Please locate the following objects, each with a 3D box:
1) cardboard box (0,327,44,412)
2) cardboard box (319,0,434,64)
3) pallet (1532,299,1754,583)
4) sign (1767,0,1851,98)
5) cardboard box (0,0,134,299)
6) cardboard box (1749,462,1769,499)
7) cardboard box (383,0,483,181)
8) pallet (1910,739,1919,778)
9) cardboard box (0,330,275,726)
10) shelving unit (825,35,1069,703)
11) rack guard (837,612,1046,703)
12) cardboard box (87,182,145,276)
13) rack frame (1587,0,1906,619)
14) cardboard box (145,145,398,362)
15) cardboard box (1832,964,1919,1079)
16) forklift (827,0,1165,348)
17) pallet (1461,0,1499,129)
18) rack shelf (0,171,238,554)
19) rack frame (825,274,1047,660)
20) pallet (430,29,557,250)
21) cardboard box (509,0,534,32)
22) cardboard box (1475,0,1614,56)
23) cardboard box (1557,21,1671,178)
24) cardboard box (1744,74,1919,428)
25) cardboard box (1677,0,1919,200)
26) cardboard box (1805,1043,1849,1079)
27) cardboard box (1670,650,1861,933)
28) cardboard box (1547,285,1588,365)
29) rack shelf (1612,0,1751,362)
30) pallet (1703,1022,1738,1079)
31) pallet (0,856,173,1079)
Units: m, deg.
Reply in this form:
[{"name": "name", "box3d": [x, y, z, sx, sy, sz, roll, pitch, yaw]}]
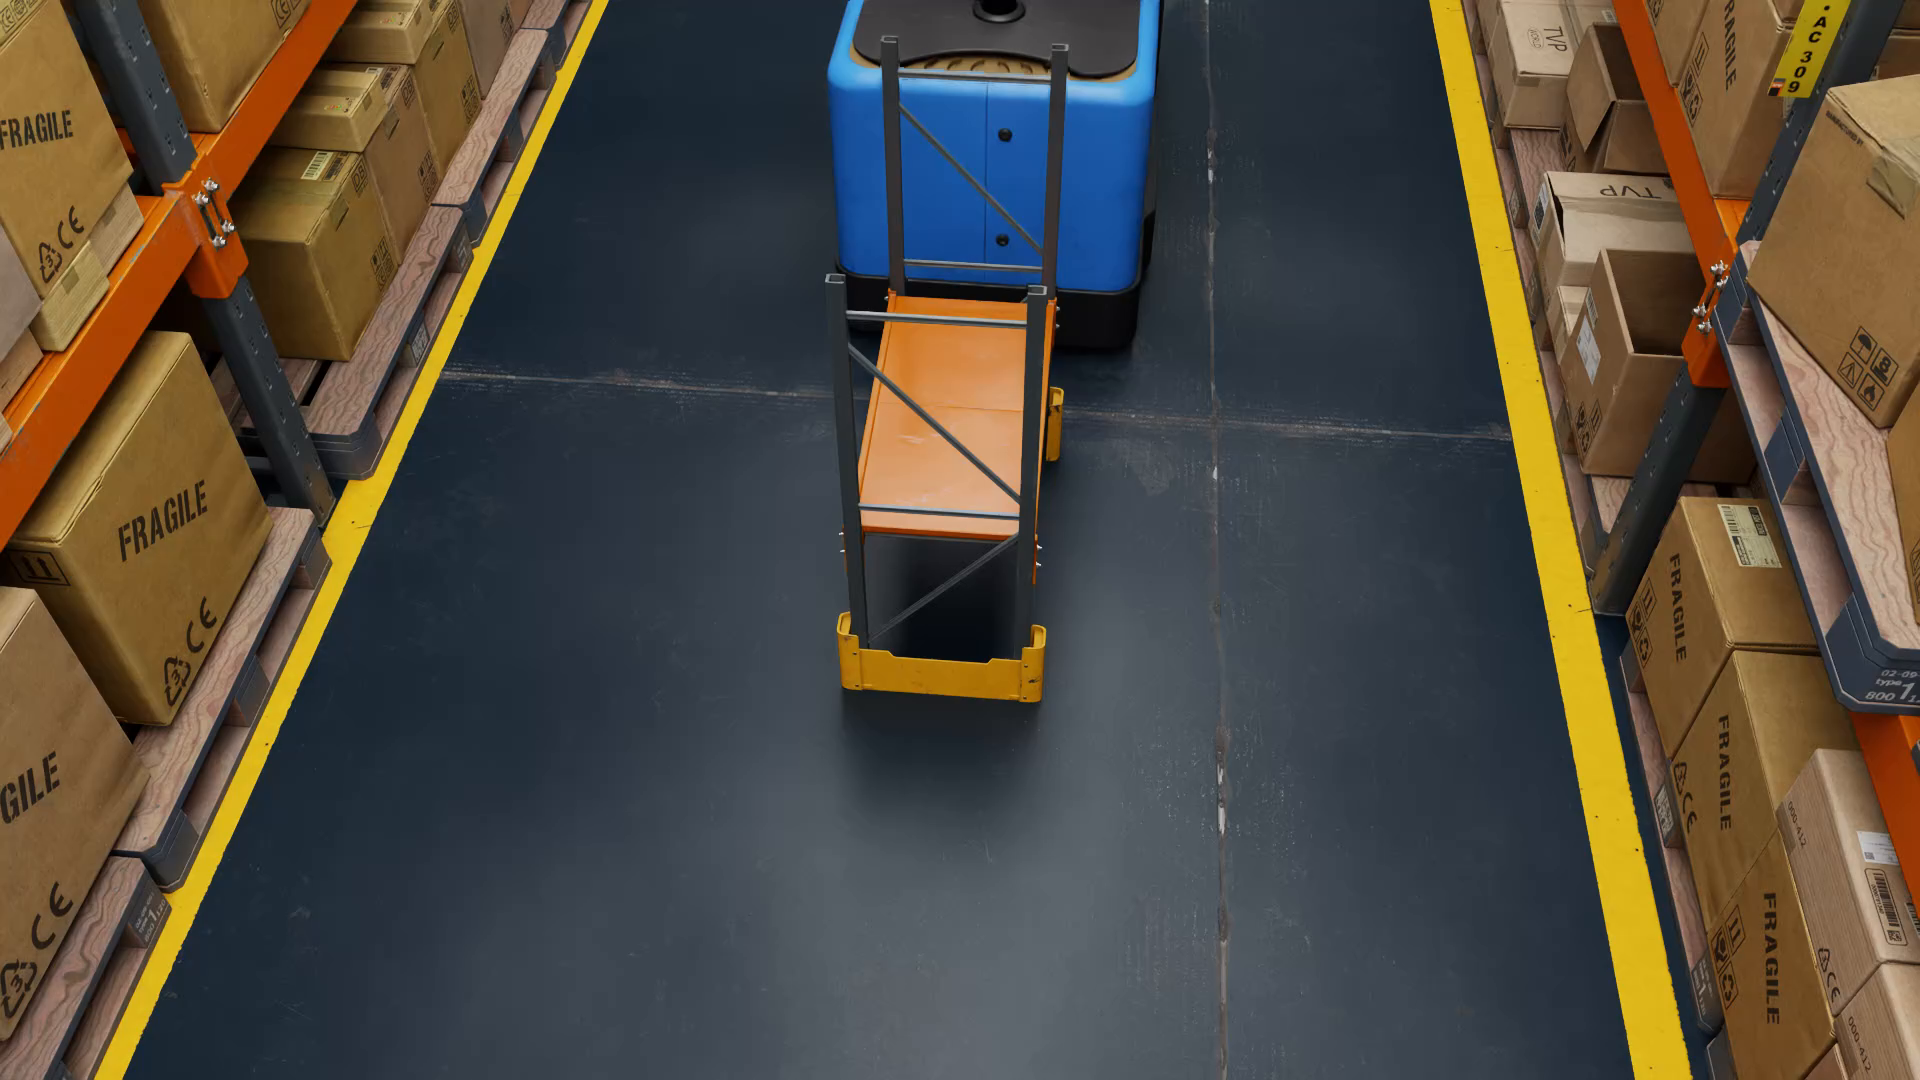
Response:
[{"name": "cardboard box", "box3d": [-2.328, -0.404, 3.743, 0.380, 0.149, 0.250, 5, 48, 5]}, {"name": "cardboard box", "box3d": [-2.080, -1.806, 5.839, 0.380, 0.149, 0.250, 3, 48, 2]}, {"name": "pallet", "box3d": [2.486, -0.356, 5.433, 1.003, 0.211, 1.213, 4, 48, 4]}, {"name": "sign", "box3d": [1.881, -1.116, 3.651, 0.100, 0.325, 0.005, 4, 48, 4]}, {"name": "cardboard box", "box3d": [-2.302, -0.908, 3.765, 0.500, 0.500, 0.500, 3, 48, 3]}, {"name": "cardboard box", "box3d": [2.676, -0.328, 5.041, 0.500, 0.311, 0.500, 4, 48, 4]}, {"name": "cardboard box", "box3d": [-2.243, -1.710, 6.191, 0.700, 0.500, 0.500, 5, 48, 4]}, {"name": "pallet", "box3d": [2.230, 0.782, 2.632, 1.003, 0.211, 1.213, 4, 48, 4]}, {"name": "cardboard box", "box3d": [-2.441, -0.053, 4.438, 0.750, 0.750, 0.750, 4, 48, 4]}, {"name": "shelving unit", "box3d": [-0.007, -0.450, 4.645, 0.587, 1.500, 1.083, 4, 48, 4]}, {"name": "rack guard", "box3d": [-0.052, 0.338, 4.772, 0.587, 0.250, 0.087, 4, 48, 4]}, {"name": "cardboard box", "box3d": [-2.260, -0.778, 4.085, 0.380, 0.149, 0.250, 4, 48, 4]}, {"name": "rack frame", "box3d": [2.422, -0.793, 3.943, 1.000, 3.000, 0.127, 4, 48, 4]}, {"name": "cardboard box", "box3d": [-2.341, -0.964, 5.508, 0.700, 0.500, 0.500, 4, 48, 4]}, {"name": "cardboard box", "box3d": [1.999, 1.092, 3.106, 0.500, 0.250, 0.500, 3, 48, 3]}, {"name": "forklift", "box3d": [0.246, -2.749, 5.778, 1.130, 2.935, 3.031, 5, 48, 4]}, {"name": "pallet", "box3d": [2.708, -2.149, 7.073, 1.003, 0.211, 1.213, 4, 48, 4]}, {"name": "rack shelf", "box3d": [-2.693, 0.589, 3.166, 1.077, 0.370, 4.000, 4, 48, 4]}, {"name": "rack frame", "box3d": [-0.054, -0.070, 4.298, 0.500, 1.500, 0.032, 4, 48, 4]}, {"name": "pallet", "box3d": [-2.255, -1.635, 6.602, 1.003, 0.211, 1.213, 4, 48, 4]}, {"name": "cardboard box", "box3d": [-2.156, -2.472, 6.888, 0.700, 0.500, 0.500, 4, 48, 3]}, {"name": "cardboard box", "box3d": [2.409, -2.205, 6.799, 0.500, 0.250, 0.500, 4, 48, 4]}, {"name": "cardboard box", "box3d": [2.588, -1.480, 5.964, 0.797, 0.503, 0.637, 4, 48, 4]}, {"name": "cardboard box", "box3d": [2.156, -0.635, 3.446, 0.700, 0.500, 0.500, -11, 48, -10]}, {"name": "cardboard box", "box3d": [2.212, -1.211, 4.257, 0.500, 0.500, 0.500, 5, 48, 4]}, {"name": "cardboard box", "box3d": [1.998, 1.372, 3.358, 0.500, 0.500, 0.500, 2, 48, 2]}, {"name": "cardboard box", "box3d": [2.098, 0.634, 4.033, 0.500, 0.500, 0.500, 4, 48, 4]}, {"name": "cardboard box", "box3d": [2.166, -0.697, 5.488, 0.380, 0.149, 0.250, 4, 48, 4]}, {"name": "rack shelf", "box3d": [2.605, -2.020, 5.552, 1.077, 0.370, 4.000, 4, 48, 4]}, {"name": "pallet", "box3d": [2.277, 1.647, 3.600, 1.003, 0.211, 1.213, 4, 48, 4]}, {"name": "pallet", "box3d": [-2.615, 1.289, 3.928, 1.003, 0.211, 1.213, 4, 48, 4]}]
